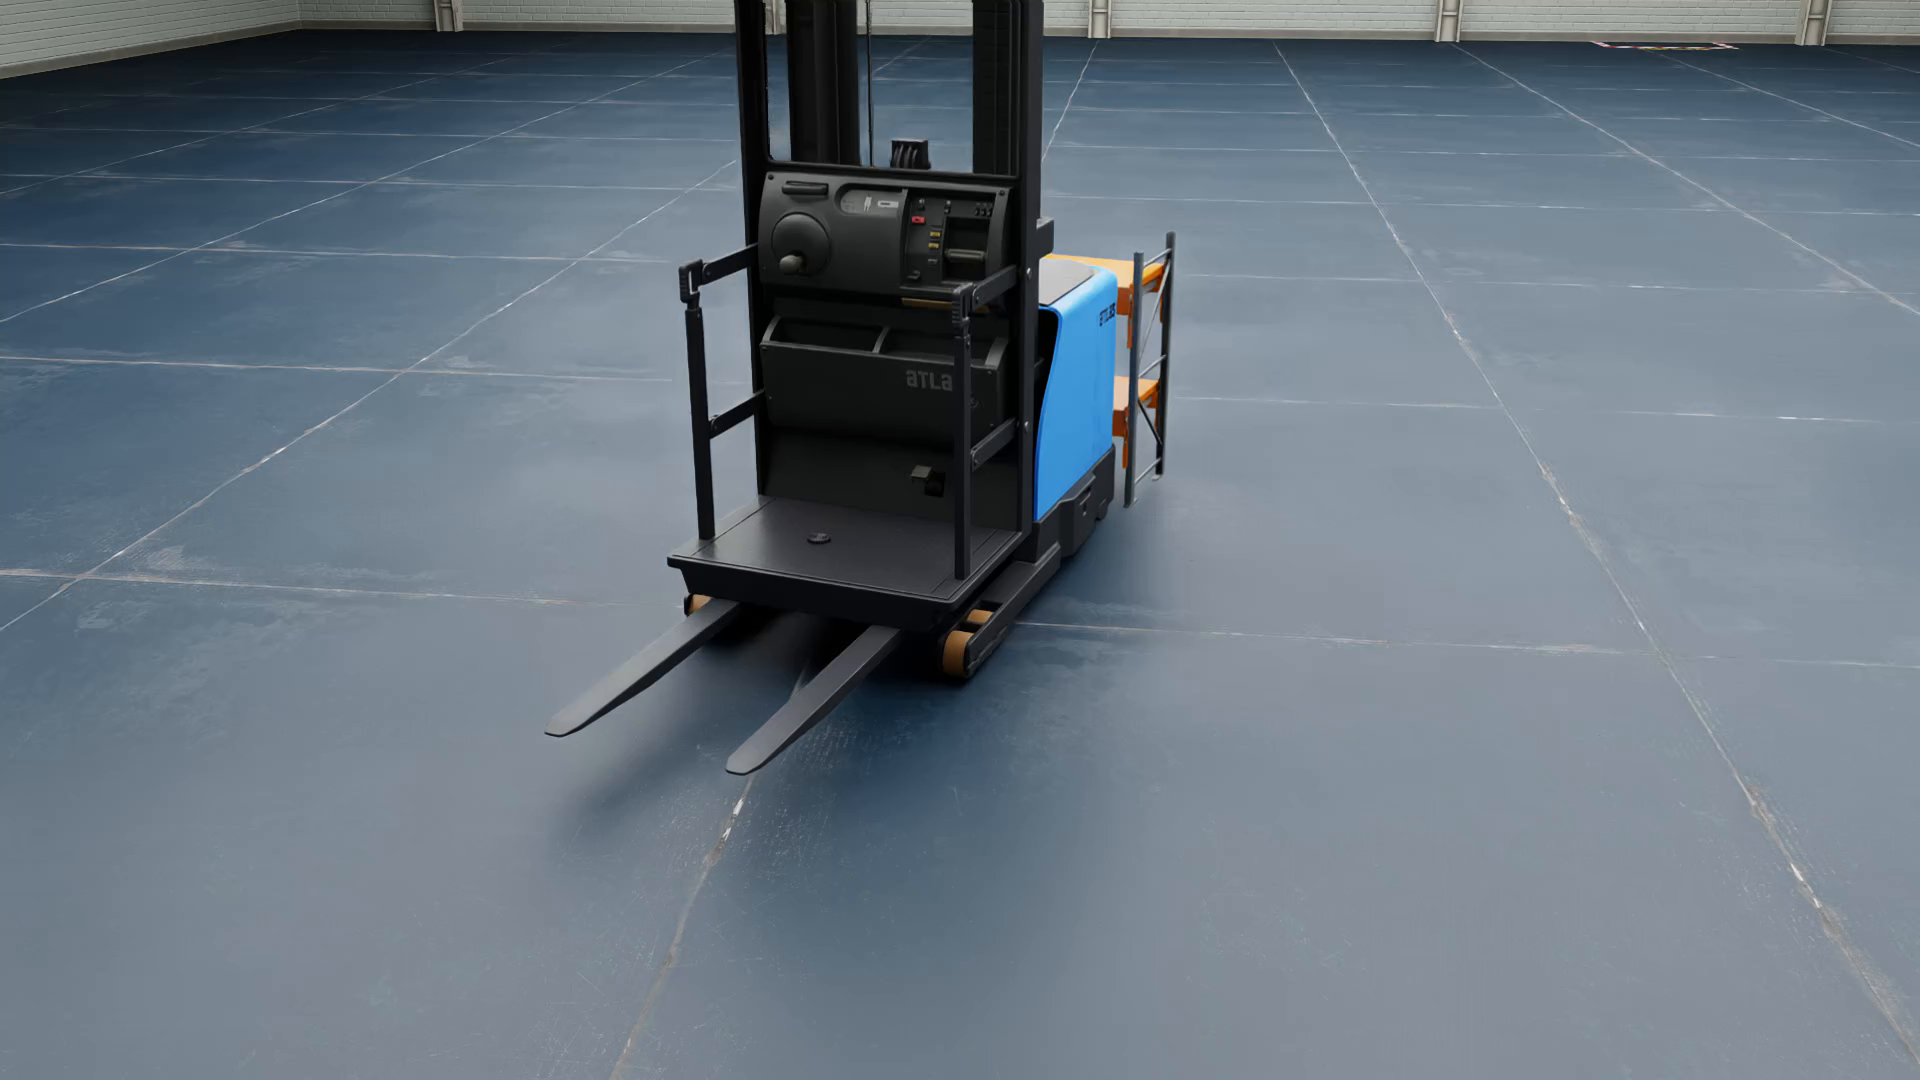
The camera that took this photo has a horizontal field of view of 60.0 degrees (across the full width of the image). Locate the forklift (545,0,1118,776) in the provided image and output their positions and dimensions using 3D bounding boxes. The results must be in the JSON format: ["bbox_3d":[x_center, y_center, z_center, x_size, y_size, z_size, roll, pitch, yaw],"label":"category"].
[{"bbox_3d":[-0.353,-1.060,5.634,1.130,2.935,3.031,8,23,20],"label":"forklift"}]

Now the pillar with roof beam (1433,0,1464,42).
[{"bbox_3d":[7.926,-11.271,23.209,0.400,9.000,9.100,2,22,6],"label":"pillar with roof beam"}]

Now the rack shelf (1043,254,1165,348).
[{"bbox_3d":[0.371,-1.101,7.398,1.000,0.278,0.538,9,23,22],"label":"rack shelf"}]

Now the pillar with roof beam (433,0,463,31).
[{"bbox_3d":[-9.949,-12.050,25.178,0.400,9.000,9.100,2,22,6],"label":"pillar with roof beam"}]

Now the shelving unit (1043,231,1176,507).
[{"bbox_3d":[0.371,-0.828,7.505,1.048,1.125,0.538,9,23,22],"label":"shelving unit"}]

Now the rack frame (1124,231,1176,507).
[{"bbox_3d":[0.836,-0.753,7.315,0.032,1.125,0.500,9,23,22],"label":"rack frame"}]

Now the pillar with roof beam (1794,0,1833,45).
[{"bbox_3d":[13.884,-11.011,22.552,0.400,9.000,9.100,2,22,6],"label":"pillar with roof beam"}]

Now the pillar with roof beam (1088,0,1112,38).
[{"bbox_3d":[1.967,-11.530,23.865,0.400,9.000,9.100,2,22,6],"label":"pillar with roof beam"}]

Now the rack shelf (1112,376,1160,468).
[{"bbox_3d":[0.371,-0.601,7.595,1.000,0.278,0.538,9,23,22],"label":"rack shelf"}]

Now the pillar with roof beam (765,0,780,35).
[{"bbox_3d":[-3.991,-11.790,24.522,0.400,9.000,9.100,2,22,6],"label":"pillar with roof beam"}]
